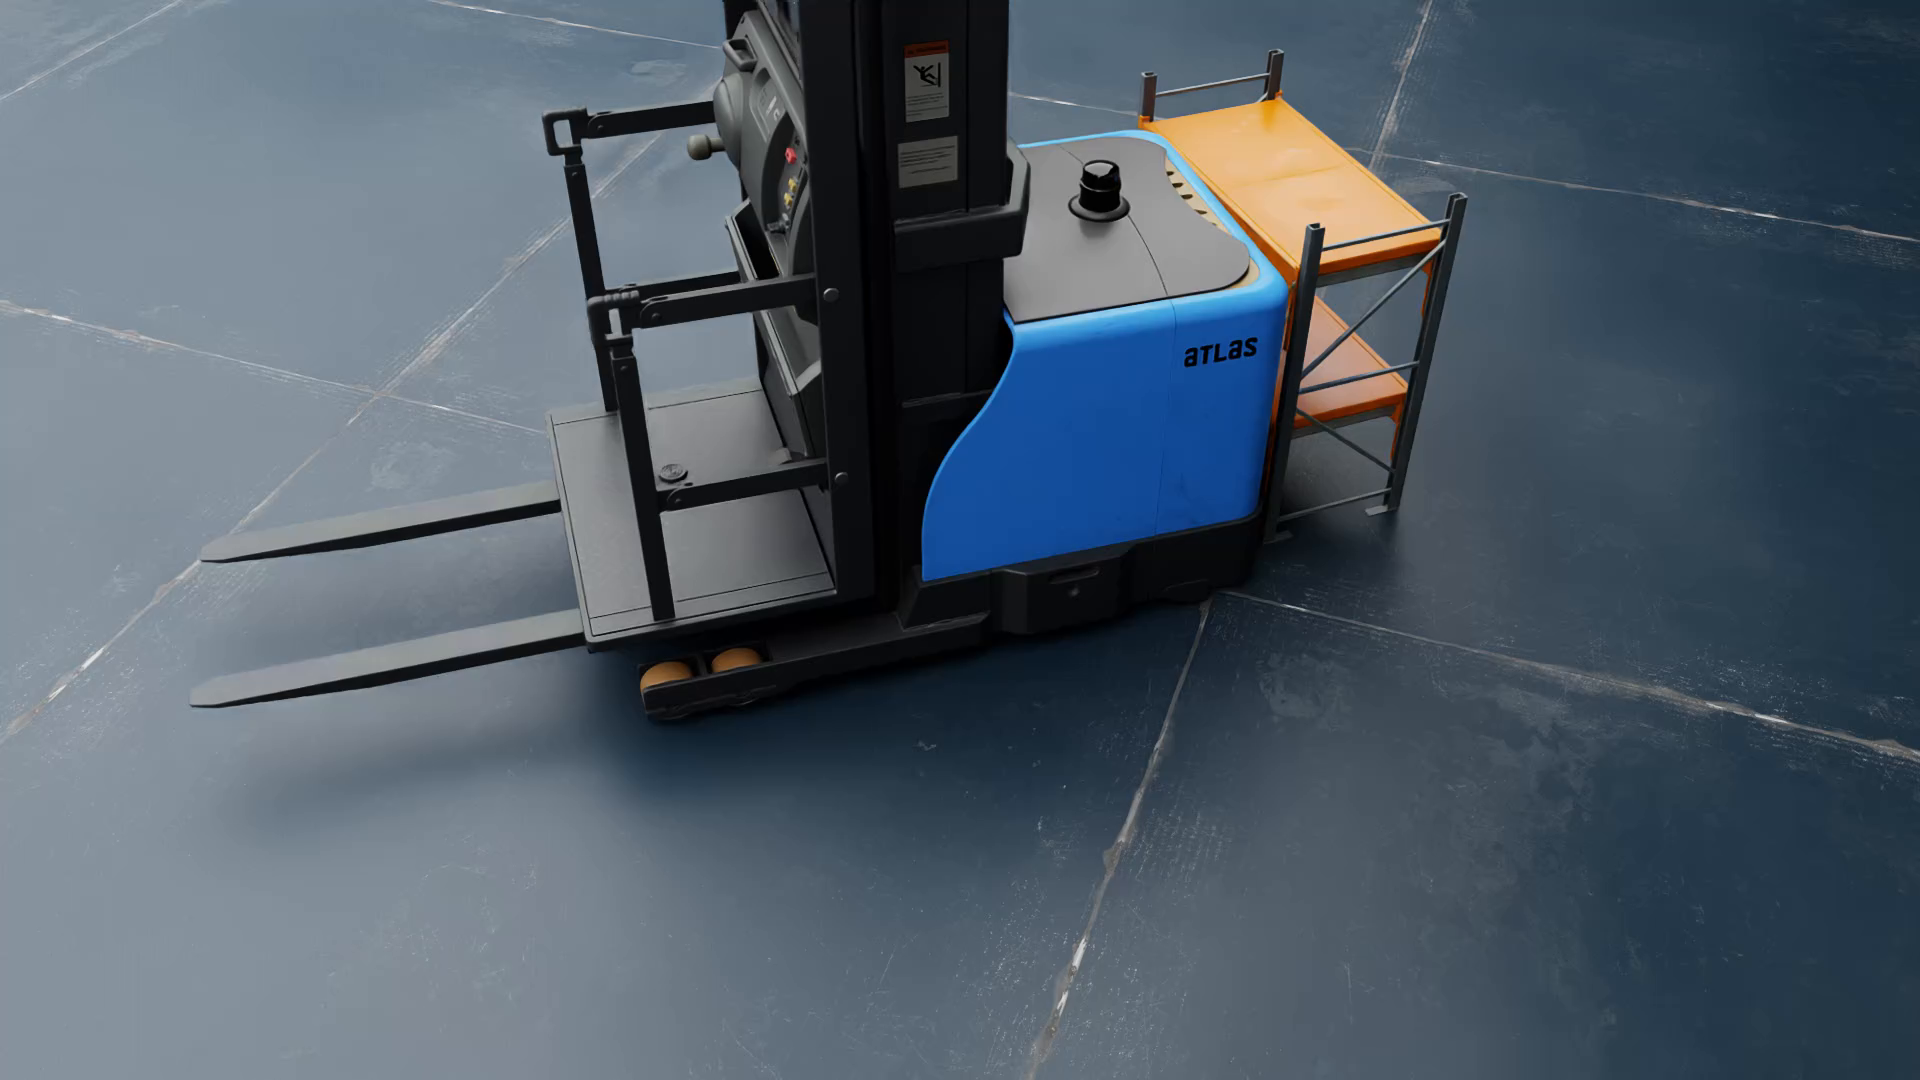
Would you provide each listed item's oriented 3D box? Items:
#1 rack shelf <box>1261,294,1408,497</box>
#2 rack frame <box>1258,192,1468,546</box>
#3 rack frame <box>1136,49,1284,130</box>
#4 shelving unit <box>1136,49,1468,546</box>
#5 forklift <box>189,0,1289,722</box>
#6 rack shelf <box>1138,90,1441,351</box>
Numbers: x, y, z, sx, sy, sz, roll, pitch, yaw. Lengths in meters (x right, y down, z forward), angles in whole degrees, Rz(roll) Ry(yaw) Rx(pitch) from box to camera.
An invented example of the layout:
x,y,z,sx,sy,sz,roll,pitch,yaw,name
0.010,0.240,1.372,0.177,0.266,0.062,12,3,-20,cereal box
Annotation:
x,y,z,sx,sy,sz,roll,pitch,yaw,name
0.992,-0.599,5.462,0.538,0.278,1.000,-14,42,-16,rack shelf
1.178,-0.478,4.943,0.500,1.125,0.032,-14,42,-16,rack frame
0.806,-1.093,5.663,0.500,1.125,0.032,-14,42,-16,rack frame
0.992,-0.786,5.303,0.538,1.125,1.048,-14,42,-16,shelving unit
-0.681,-0.995,4.158,3.031,2.935,1.130,-11,42,-13,forklift
0.993,-1.008,5.113,0.538,0.278,1.000,-14,42,-16,rack shelf
